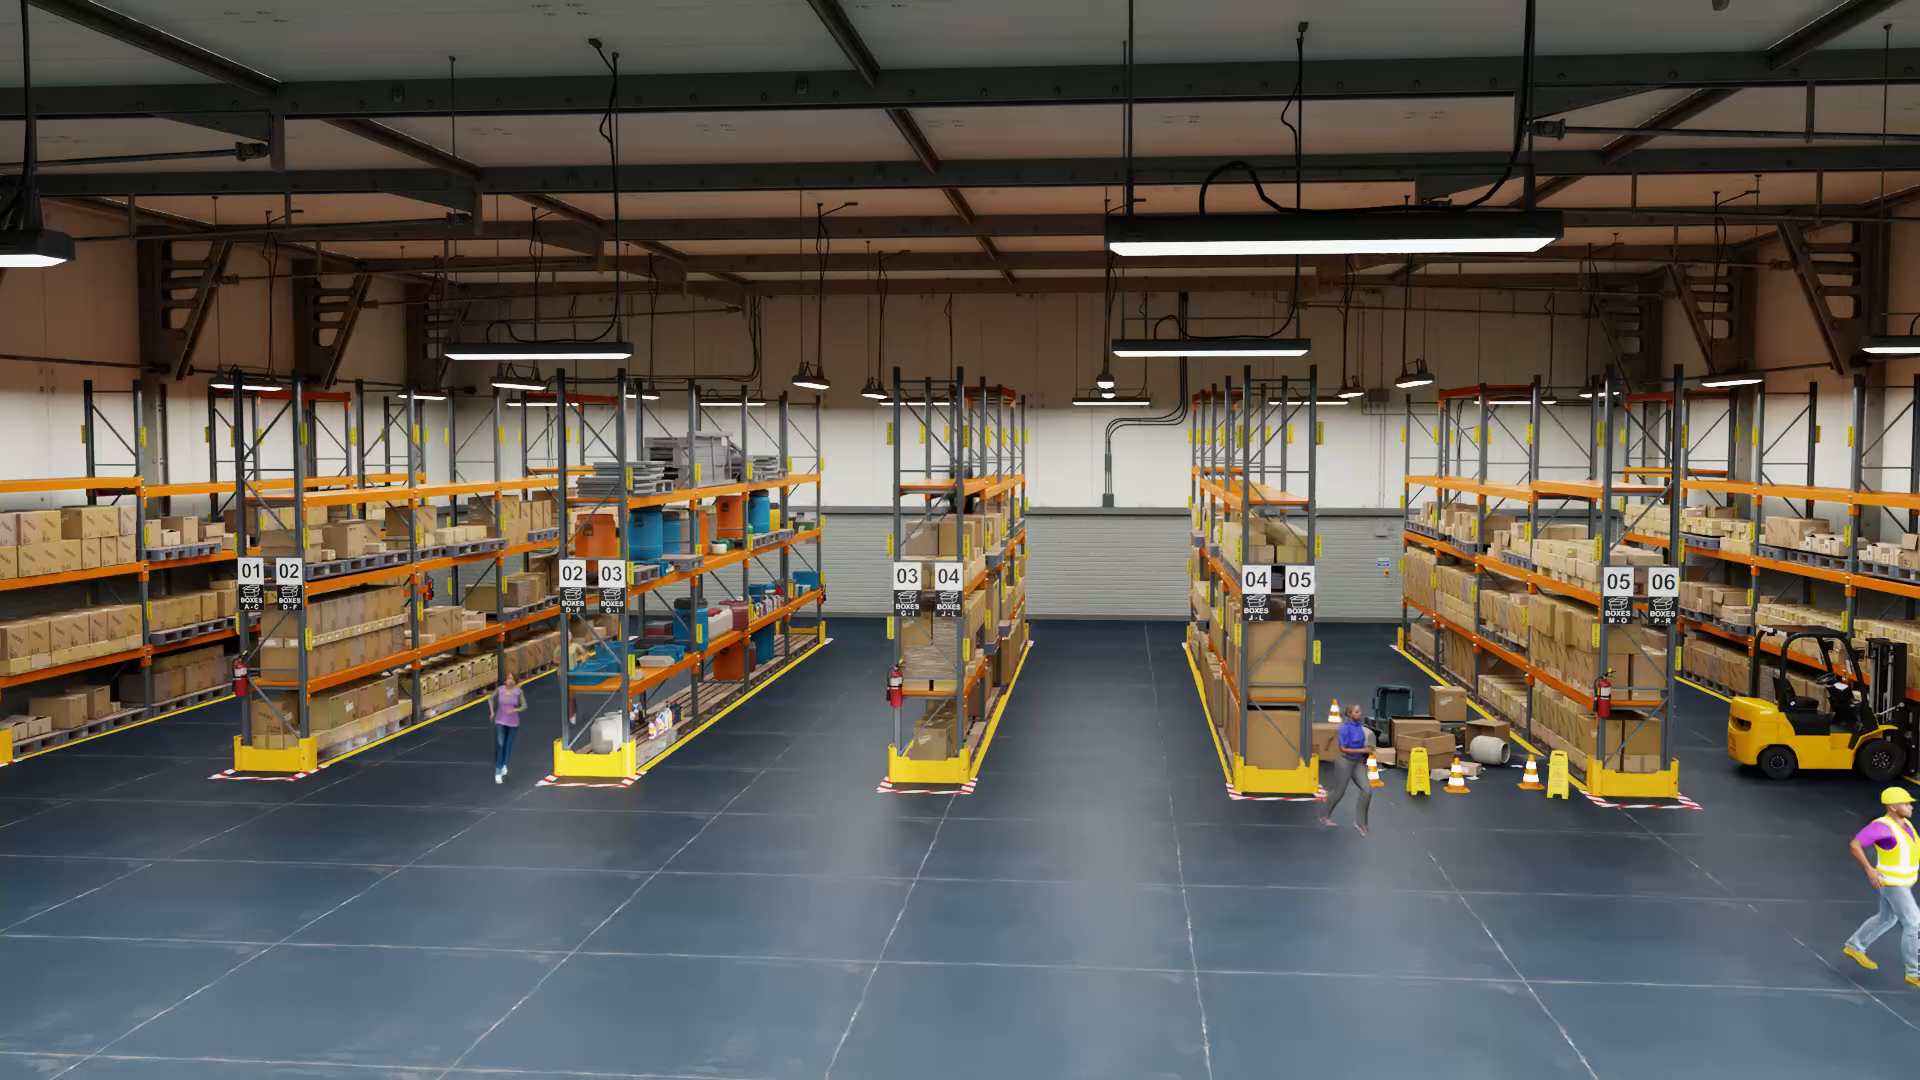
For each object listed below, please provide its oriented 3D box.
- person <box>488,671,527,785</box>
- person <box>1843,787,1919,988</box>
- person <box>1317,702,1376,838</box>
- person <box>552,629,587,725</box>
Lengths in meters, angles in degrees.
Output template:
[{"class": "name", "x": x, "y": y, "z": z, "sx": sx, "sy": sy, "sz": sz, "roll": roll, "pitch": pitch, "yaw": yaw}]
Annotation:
[{"class": "person", "x": -6.598, "y": 2.718, "z": 24.265, "sx": 0.534, "sy": 1.636, "sz": 0.720, "roll": -1, "pitch": 4, "yaw": -18}, {"class": "person", "x": 8.544, "y": 3.158, "z": 15.200, "sx": 0.686, "sy": 1.806, "sz": 0.876, "roll": -3, "pitch": 5, "yaw": -44}, {"class": "person", "x": 4.882, "y": 2.884, "z": 20.963, "sx": 0.510, "sy": 1.714, "sz": 0.810, "roll": -3, "pitch": 5, "yaw": -39}, {"class": "person", "x": -6.808, "y": 2.378, "z": 28.908, "sx": 0.561, "sy": 1.678, "sz": 0.617, "roll": 0, "pitch": 4, "yaw": -2}]
